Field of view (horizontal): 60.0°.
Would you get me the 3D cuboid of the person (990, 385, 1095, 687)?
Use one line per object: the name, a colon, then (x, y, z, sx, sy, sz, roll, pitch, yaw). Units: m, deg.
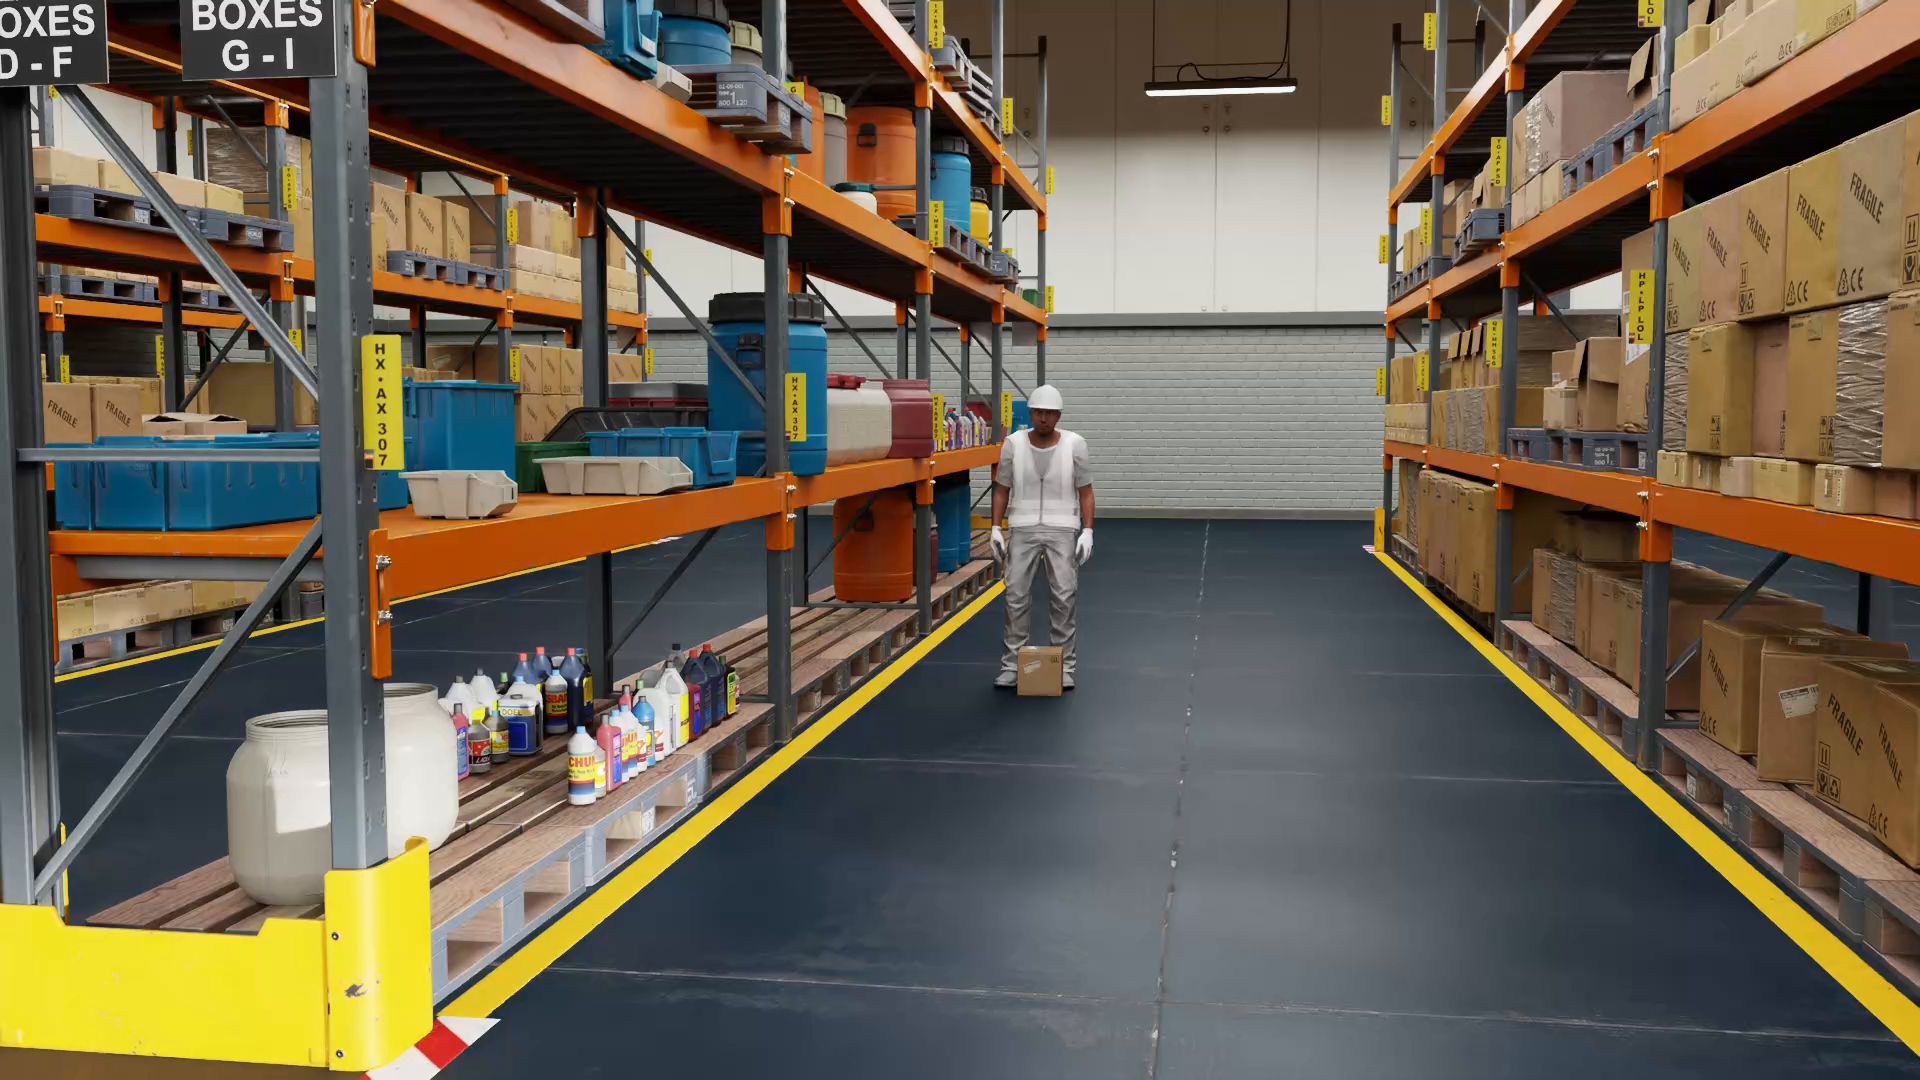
person: (0.480, -0.021, 9.781, 0.615, 1.773, 0.451, 1, 4, 8)
